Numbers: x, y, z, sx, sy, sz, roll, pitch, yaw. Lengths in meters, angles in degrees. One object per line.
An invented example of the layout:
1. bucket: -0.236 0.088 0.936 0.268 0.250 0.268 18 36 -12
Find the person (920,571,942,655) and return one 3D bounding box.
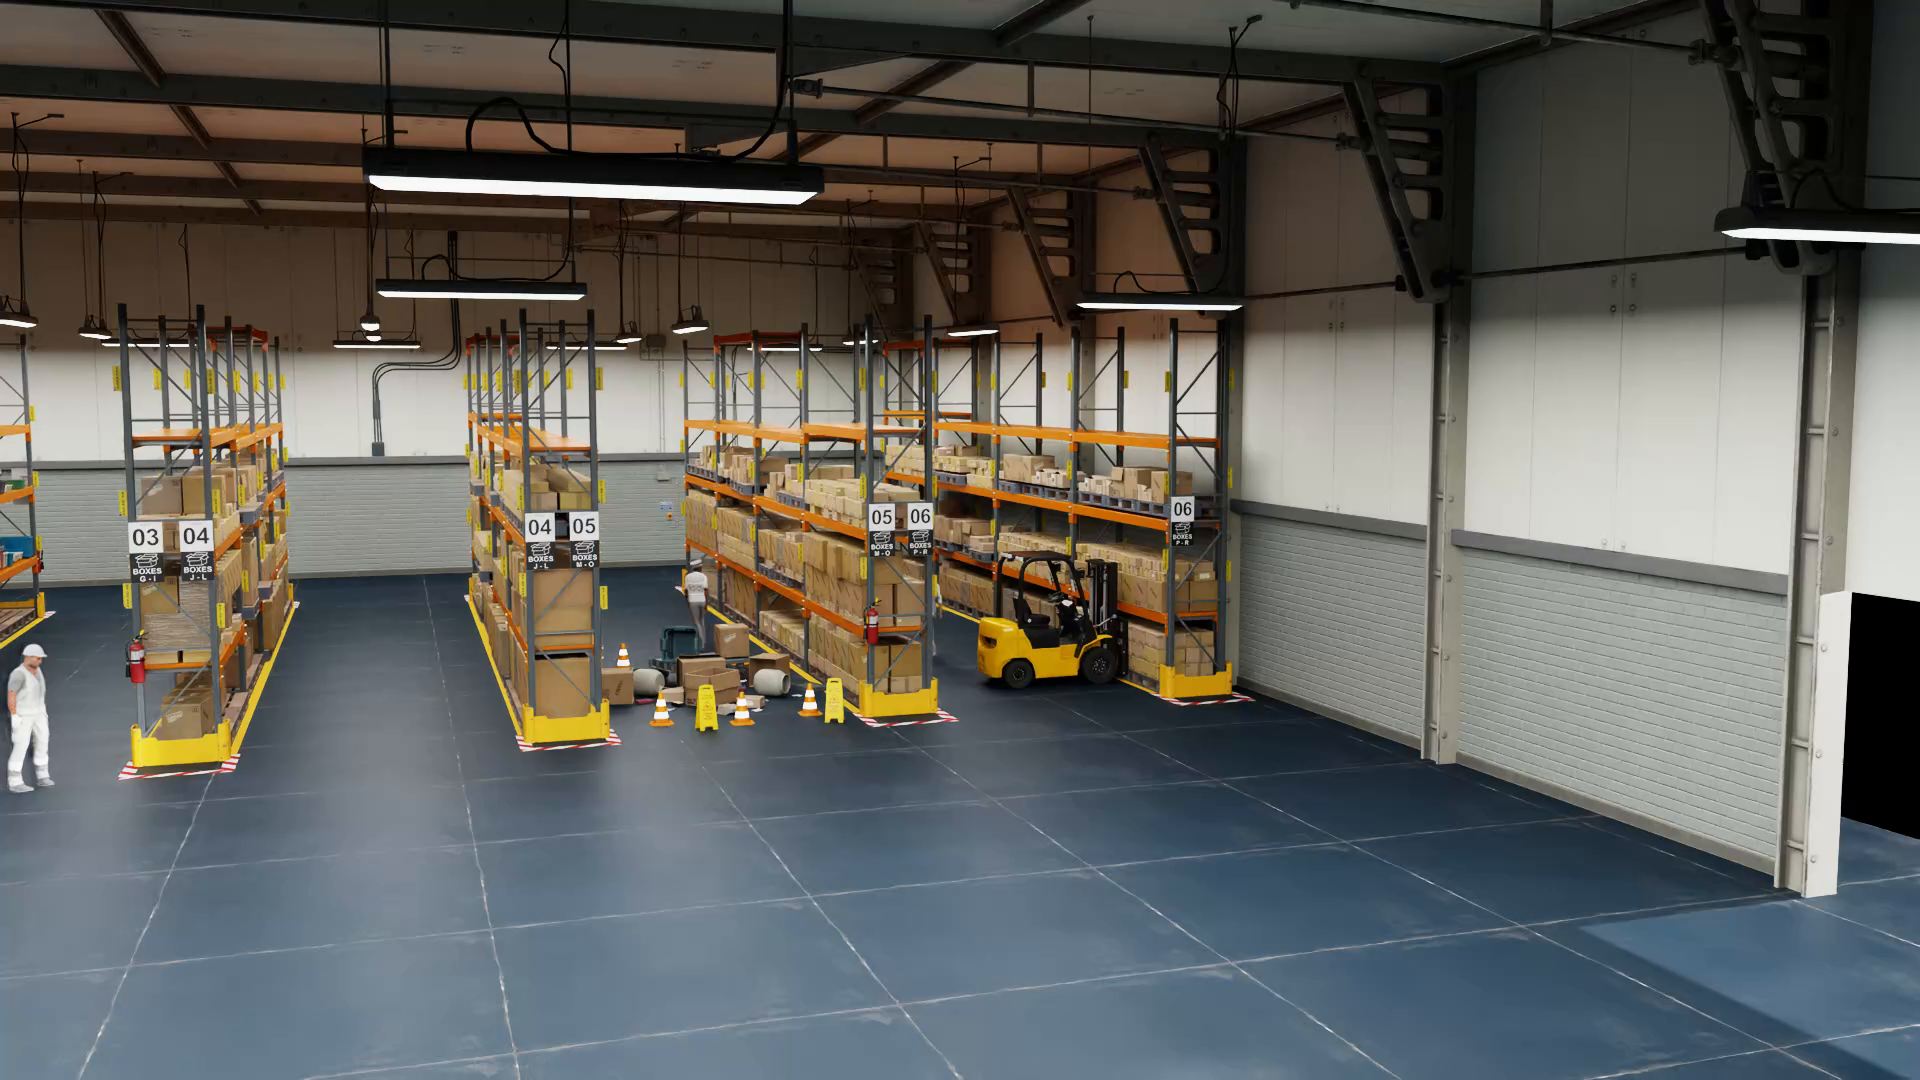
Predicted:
1. person: -0.598 1.349 30.473 0.454 1.579 0.893 -2 6 -19

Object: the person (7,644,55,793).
1. person: -11.453 2.174 20.515 0.408 1.786 0.617 1 5 9

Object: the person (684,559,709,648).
1. person: -4.951 1.212 31.294 0.410 1.688 0.767 -3 6 -29
